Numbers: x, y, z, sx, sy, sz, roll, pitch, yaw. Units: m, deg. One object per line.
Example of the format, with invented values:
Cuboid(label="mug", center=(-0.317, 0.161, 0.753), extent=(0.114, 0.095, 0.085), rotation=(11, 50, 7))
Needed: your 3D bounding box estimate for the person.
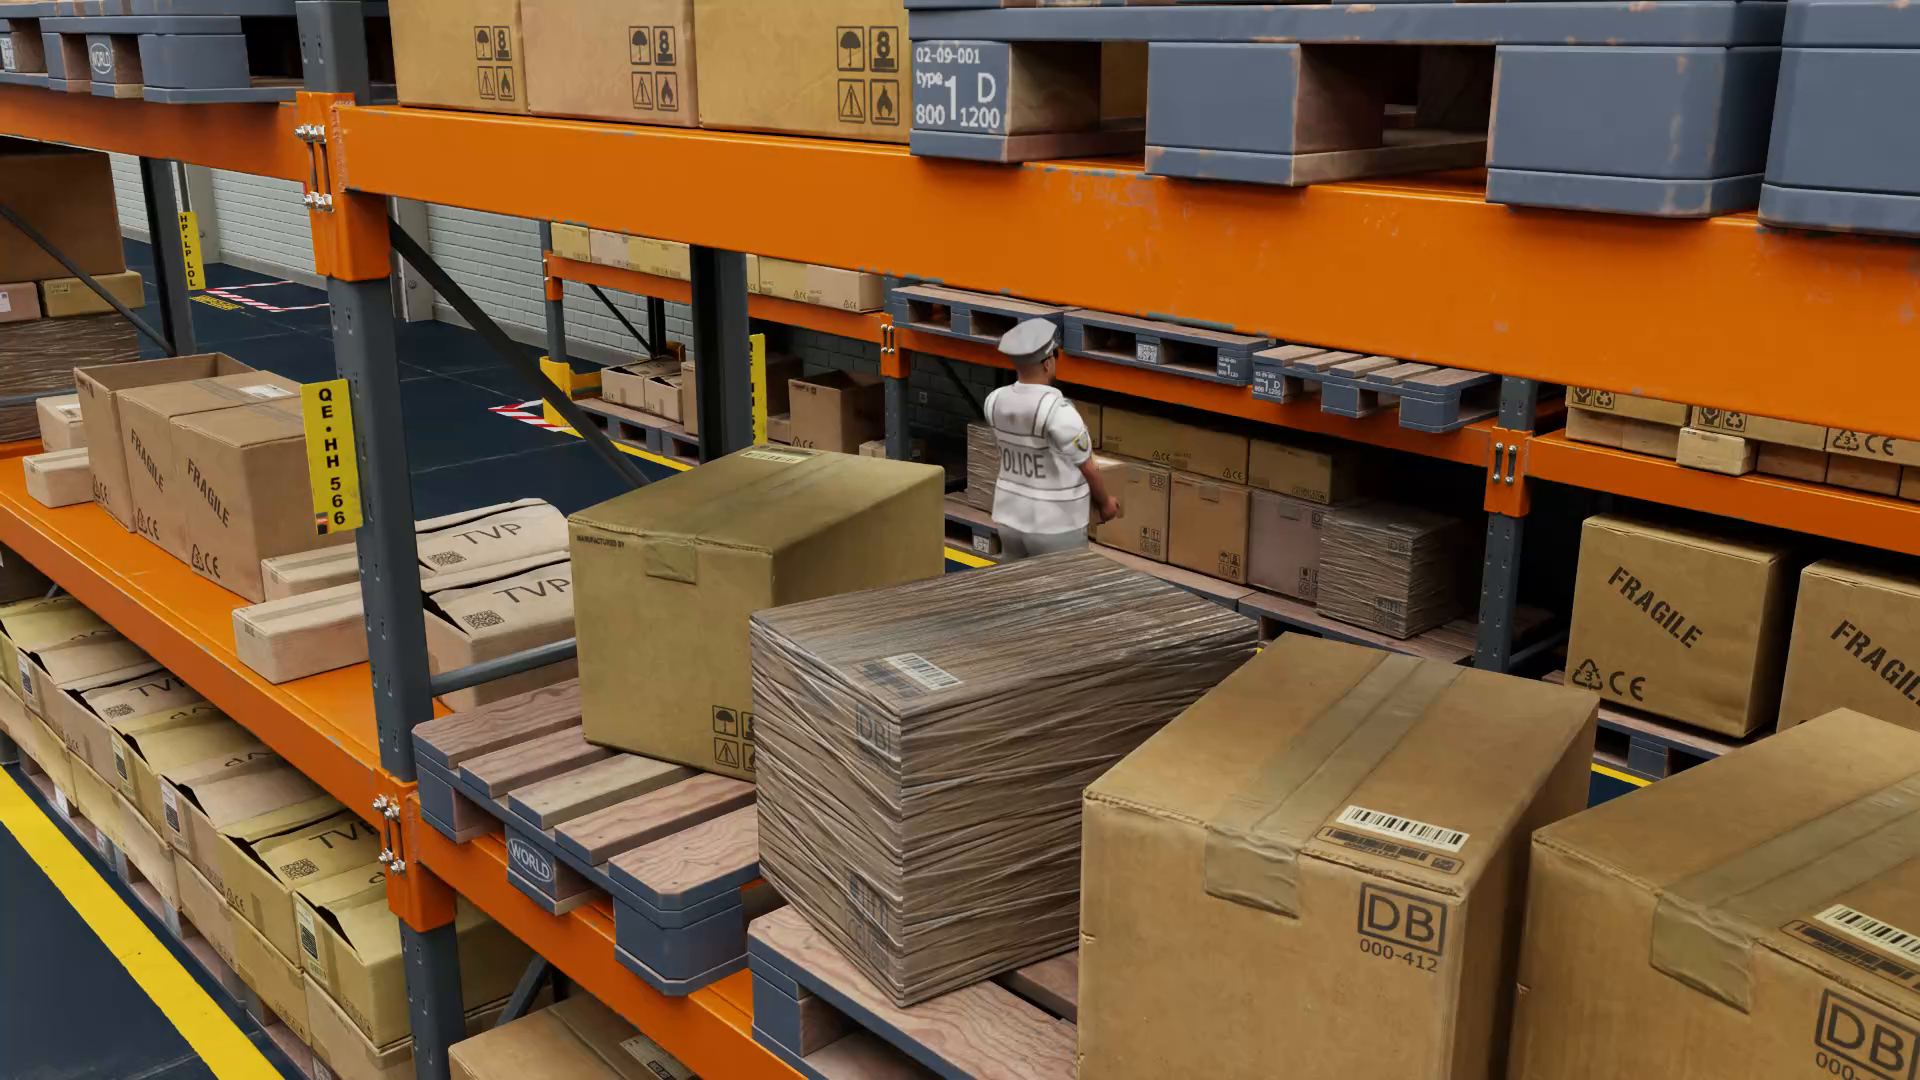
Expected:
Cuboid(label="person", center=(0.411, -0.099, 7.302), extent=(0.557, 1.778, 0.501), rotation=(-16, 23, -41))
